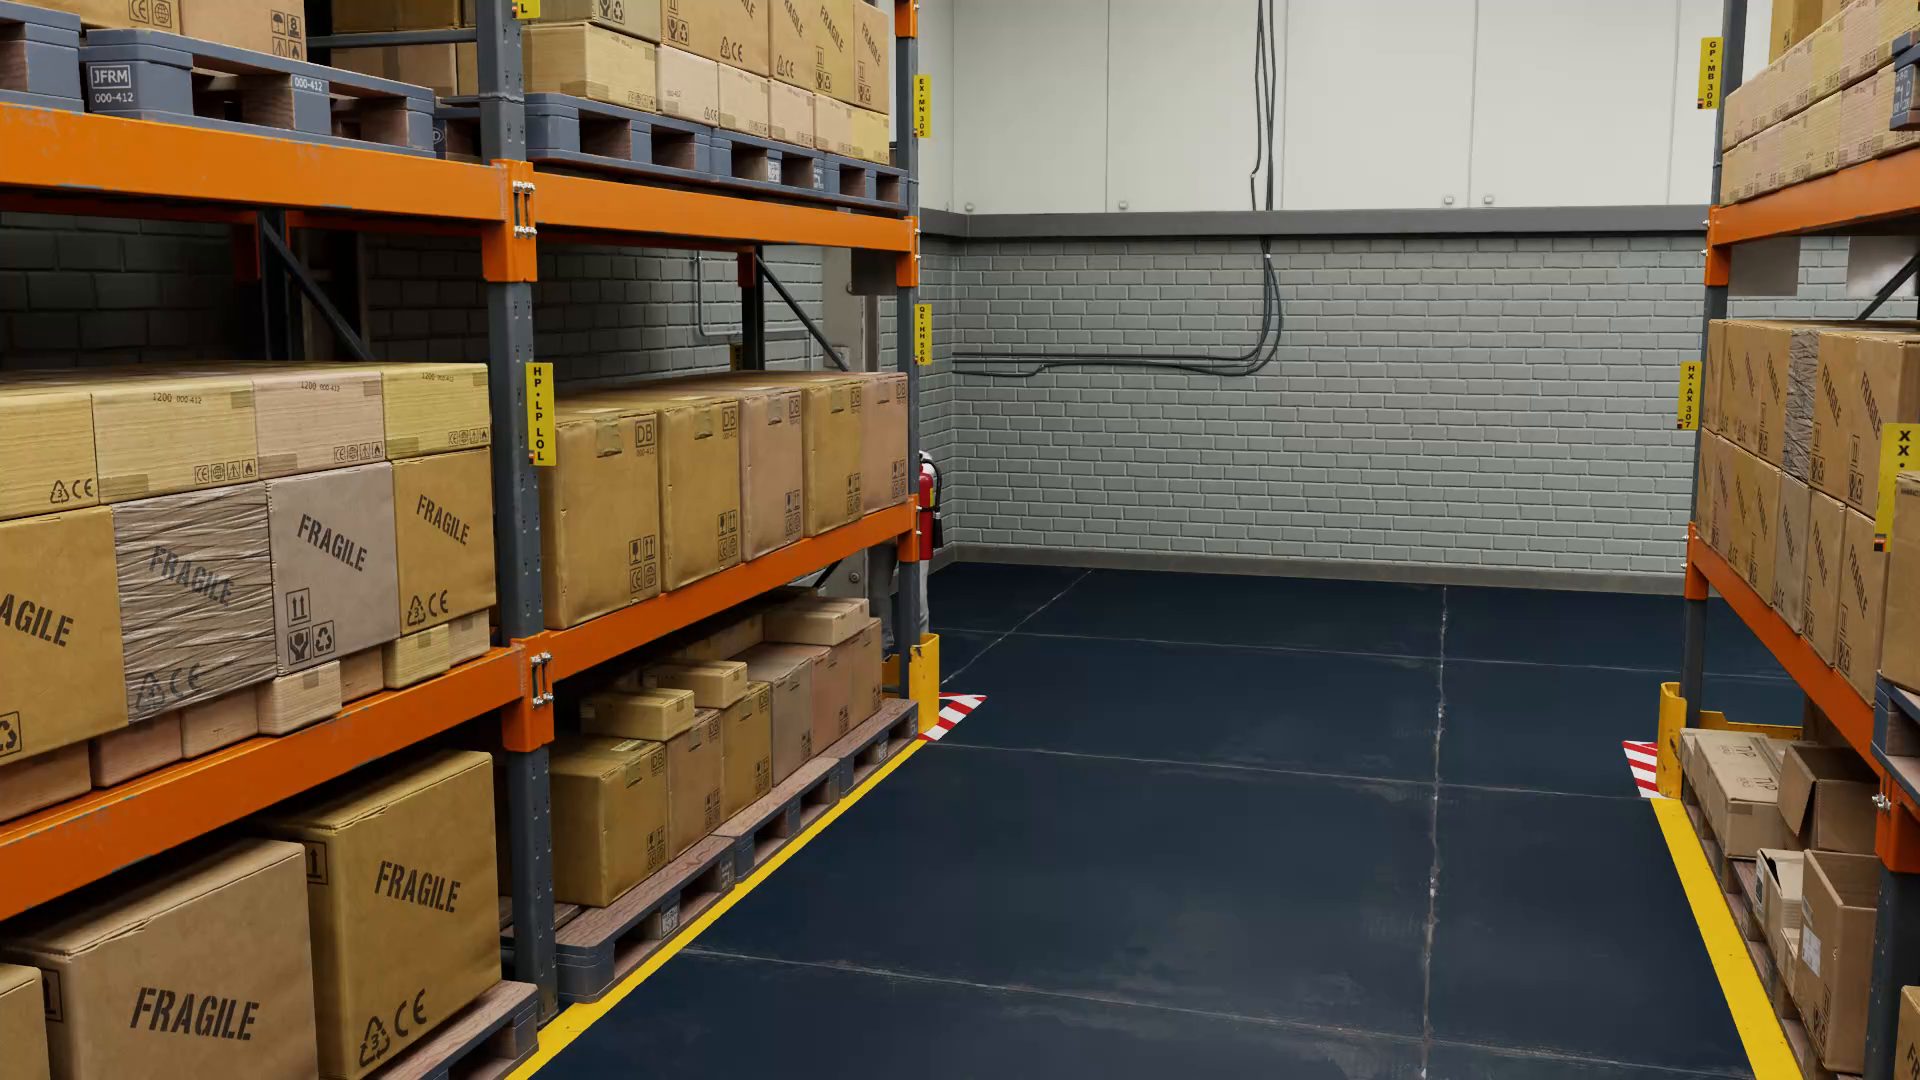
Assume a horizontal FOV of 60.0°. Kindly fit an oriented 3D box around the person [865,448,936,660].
[{"bbox_3d":[-0.406,-0.010,10.862,0.502,1.672,0.466,2,9,15],"label":"person"}]
